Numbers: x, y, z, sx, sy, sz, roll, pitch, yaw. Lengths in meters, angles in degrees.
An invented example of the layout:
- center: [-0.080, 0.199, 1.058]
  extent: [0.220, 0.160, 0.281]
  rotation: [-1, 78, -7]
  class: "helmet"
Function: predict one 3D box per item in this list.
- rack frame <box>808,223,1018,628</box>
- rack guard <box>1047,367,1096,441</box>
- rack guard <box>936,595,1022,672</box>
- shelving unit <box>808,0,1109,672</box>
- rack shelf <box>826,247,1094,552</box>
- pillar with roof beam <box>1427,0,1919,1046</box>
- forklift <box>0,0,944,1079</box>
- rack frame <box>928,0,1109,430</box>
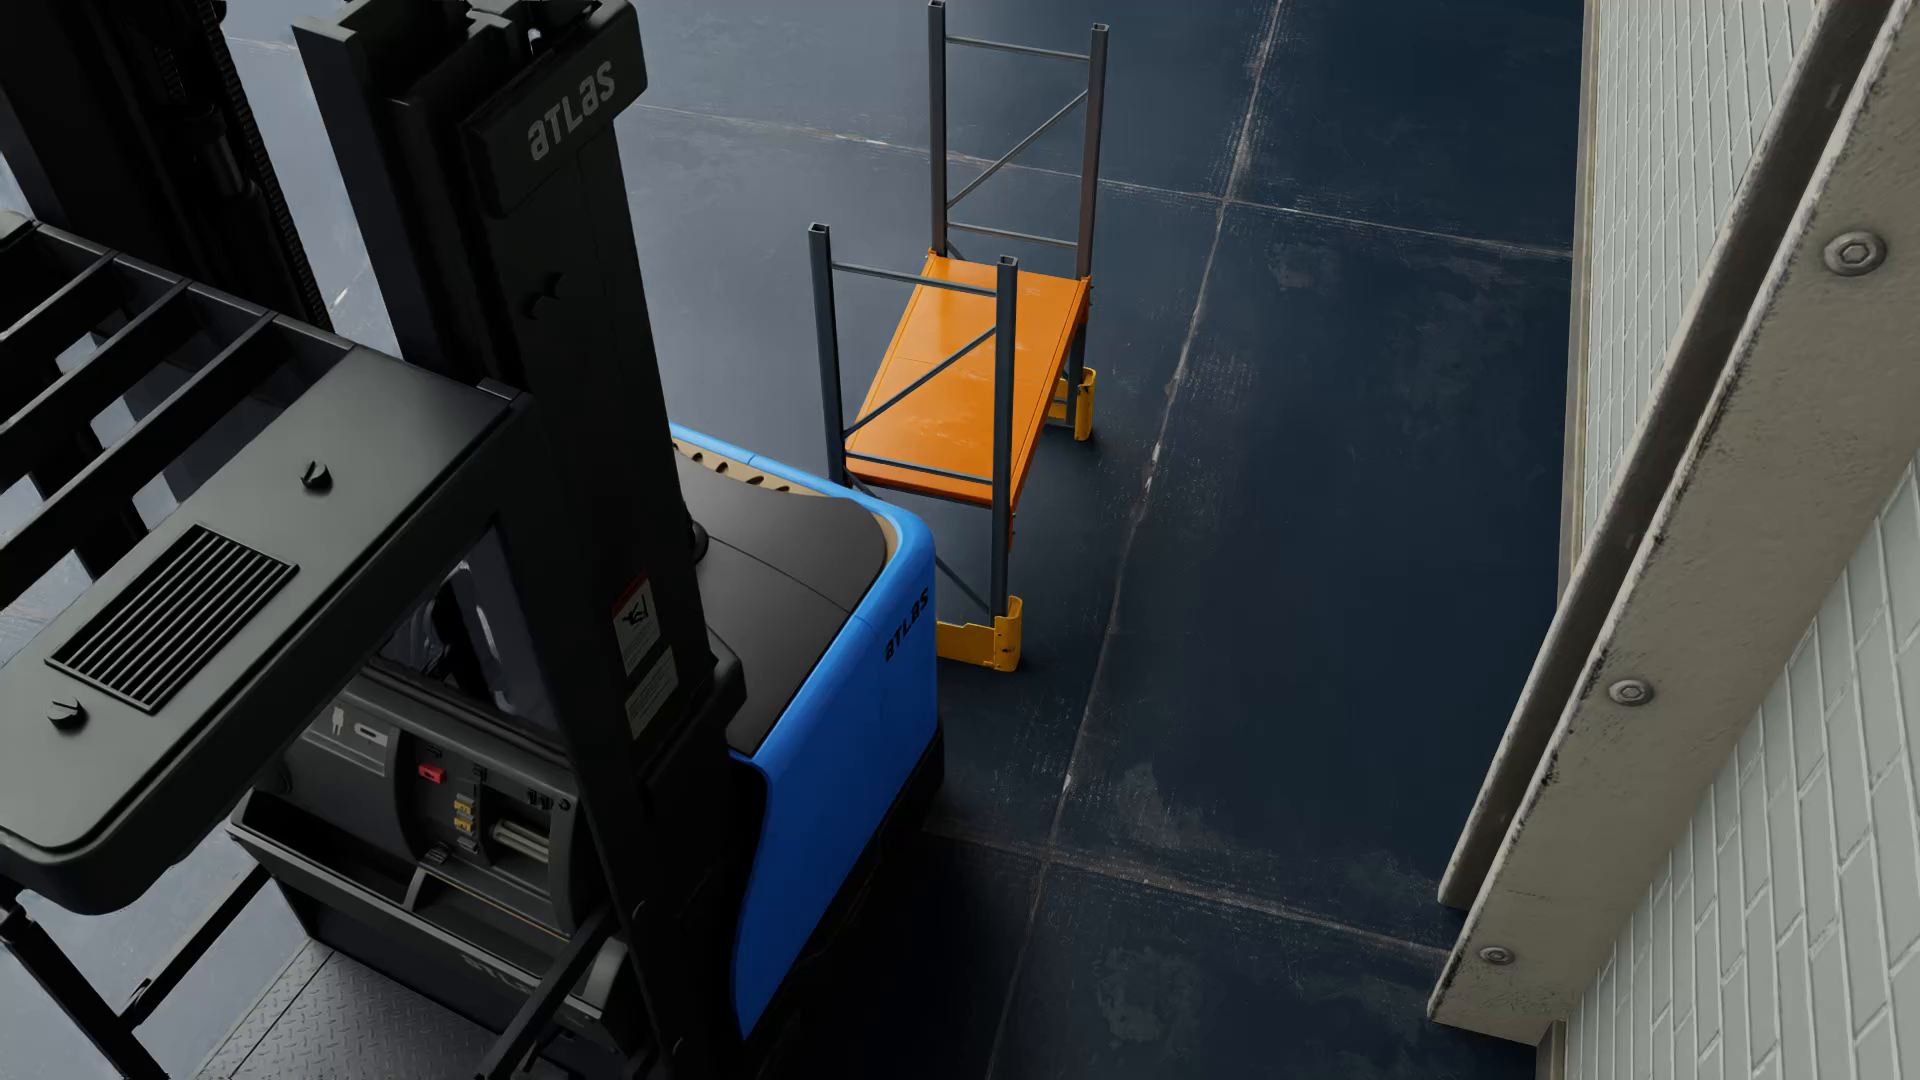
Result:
- center: [-0.111, -0.190, 4.418]
  extent: [0.500, 1.500, 0.032]
  rotation: [12, 50, 10]
  class: "rack frame"
- center: [0.151, -0.498, 5.523]
  extent: [0.587, 0.250, 0.087]
  rotation: [12, 50, 10]
  class: "rack guard"
- center: [-0.111, 0.222, 4.887]
  extent: [0.587, 0.250, 0.087]
  rotation: [12, 50, 10]
  class: "rack guard"
- center: [0.020, -0.551, 4.736]
  extent: [0.587, 1.500, 1.083]
  rotation: [12, 50, 10]
  class: "shelving unit"
- center: [0.022, -0.439, 4.877]
  extent: [0.538, 0.185, 1.000]
  rotation: [12, 50, 10]
  class: "rack shelf"
- center: [-2.777, -2.734, 1.661]
  extent: [9.100, 9.000, 0.400]
  rotation: [12, 50, 10]
  class: "pillar with roof beam"
- center: [-1.156, 0.521, 2.836]
  extent: [1.130, 2.935, 3.031]
  rotation: [21, 52, 17]
  class: "forklift"
- center: [0.156, -0.926, 5.067]
  extent: [0.500, 1.500, 0.032]
  rotation: [12, 50, 10]
  class: "rack frame"
